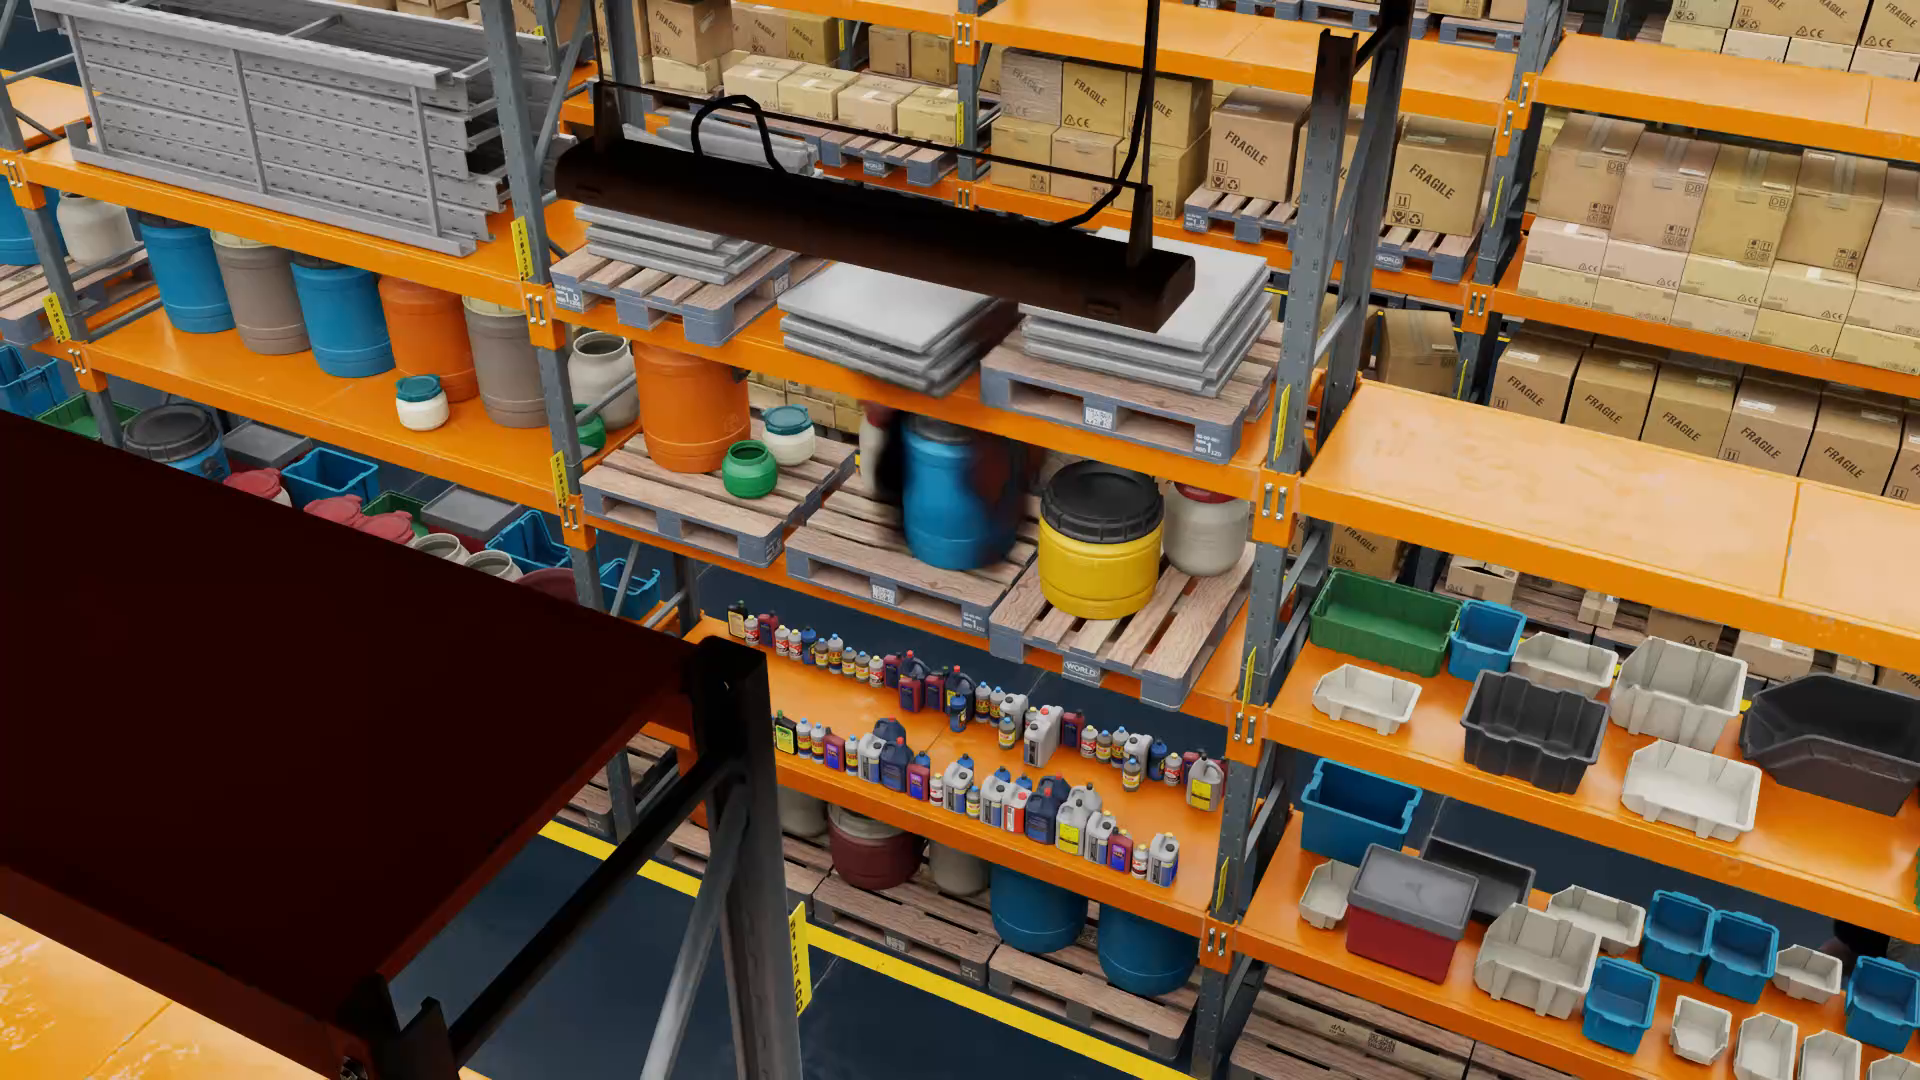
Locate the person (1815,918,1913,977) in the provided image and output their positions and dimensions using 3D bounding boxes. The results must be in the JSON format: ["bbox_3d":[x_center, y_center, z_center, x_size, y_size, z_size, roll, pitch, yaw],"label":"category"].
[{"bbox_3d":[5.000,2.155,9.320,1.025,1.659,0.555,19,39,25],"label":"person"}]
